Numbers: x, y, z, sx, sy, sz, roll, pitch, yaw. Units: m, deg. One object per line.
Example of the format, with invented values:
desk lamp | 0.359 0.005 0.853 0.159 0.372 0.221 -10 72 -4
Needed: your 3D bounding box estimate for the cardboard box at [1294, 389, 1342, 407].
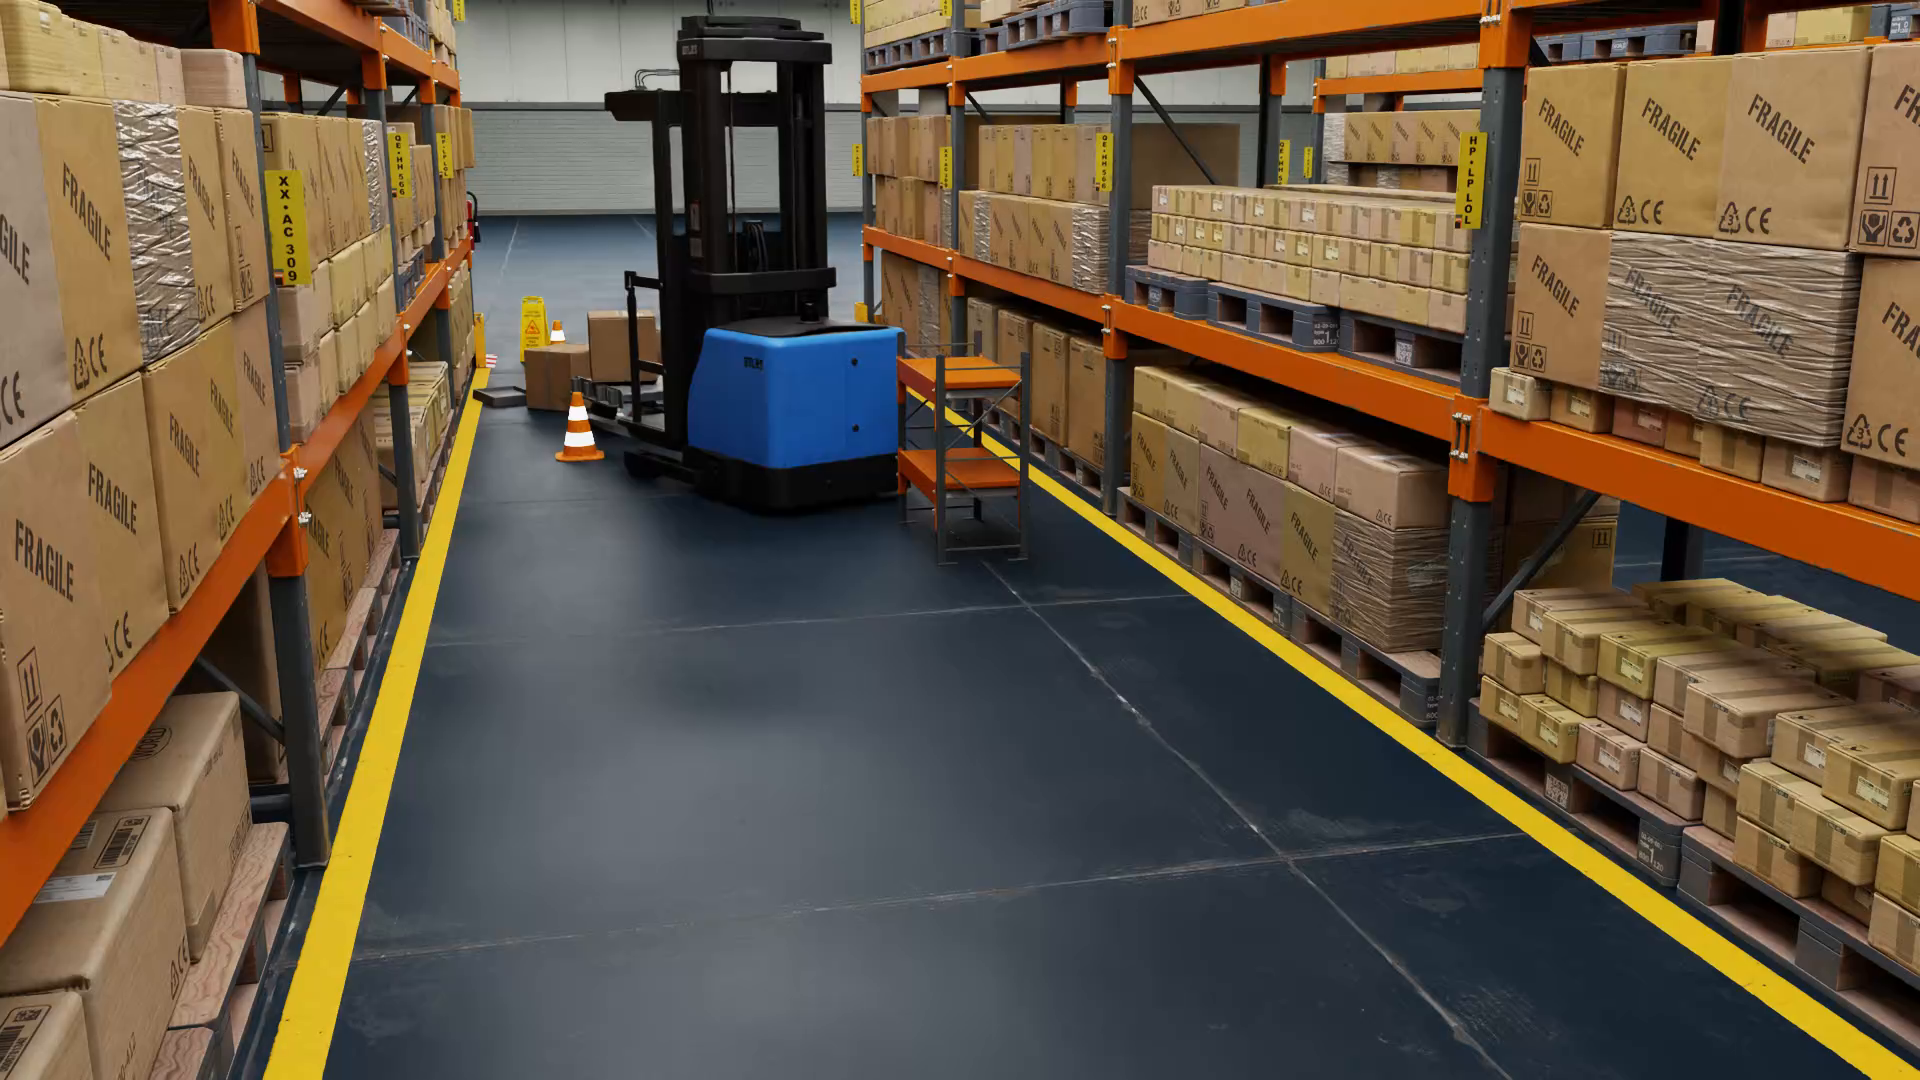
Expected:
cardboard box | 2.014 -0.611 8.411 0.500 0.250 0.500 -3 14 -12

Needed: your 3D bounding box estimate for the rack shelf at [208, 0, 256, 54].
rack shelf | -2.013 -1.059 2.636 1.077 0.370 4.000 -3 14 -13

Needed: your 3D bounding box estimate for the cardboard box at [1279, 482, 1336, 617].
cardboard box | 1.766 0.023 7.393 0.500 0.500 0.500 -4 14 -15

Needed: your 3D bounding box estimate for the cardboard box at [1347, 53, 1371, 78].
cardboard box | 4.321 -4.873 17.049 0.500 0.250 0.500 -4 14 -14

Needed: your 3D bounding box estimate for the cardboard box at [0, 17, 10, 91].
cardboard box | -1.648 -0.737 2.437 0.380 0.149 0.250 -3 14 -13

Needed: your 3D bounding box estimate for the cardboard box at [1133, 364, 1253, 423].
cardboard box | 1.292 -0.816 9.248 0.500 0.250 0.500 -4 14 -16

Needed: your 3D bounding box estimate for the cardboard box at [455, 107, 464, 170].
cardboard box | -4.445 -3.287 13.616 0.700 0.500 0.500 -4 14 -14

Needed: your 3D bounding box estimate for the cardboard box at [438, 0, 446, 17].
cardboard box | -4.542 -4.490 14.013 0.380 0.149 0.250 -3 14 -12

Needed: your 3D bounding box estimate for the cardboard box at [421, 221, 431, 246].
cardboard box | -3.769 -2.059 11.178 0.380 0.149 0.250 -3 14 -13

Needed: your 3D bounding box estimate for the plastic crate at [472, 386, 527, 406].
plastic crate | -3.933 -1.248 14.365 0.402 0.080 0.583 -9 16 -33

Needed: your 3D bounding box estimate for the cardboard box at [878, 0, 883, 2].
cardboard box | -0.567 -5.185 15.763 0.380 0.149 0.250 -3 14 -13

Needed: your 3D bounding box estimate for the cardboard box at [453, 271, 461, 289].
cardboard box | -4.397 -2.169 13.949 0.380 0.149 0.250 -2 14 -10

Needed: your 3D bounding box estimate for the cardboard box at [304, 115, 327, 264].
cardboard box | -2.453 -1.180 5.620 0.500 0.500 0.500 -3 14 -14

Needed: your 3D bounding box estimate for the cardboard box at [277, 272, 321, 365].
cardboard box | -2.312 -0.700 5.233 0.500 0.250 0.500 -4 14 -15

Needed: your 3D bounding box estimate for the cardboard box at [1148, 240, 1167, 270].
cardboard box | 1.274 -1.602 9.308 0.380 0.149 0.250 -3 14 -14

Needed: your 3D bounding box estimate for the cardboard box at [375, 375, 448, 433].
cardboard box | -4.064 -0.899 11.439 0.950 0.372 0.625 -2 14 -10

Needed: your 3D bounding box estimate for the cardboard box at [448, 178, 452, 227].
cardboard box | -4.335 -2.683 13.250 0.500 0.500 0.500 -3 14 -13

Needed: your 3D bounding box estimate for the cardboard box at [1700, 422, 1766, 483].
cardboard box | 2.354 -0.267 4.730 0.380 0.149 0.250 -3 14 -12

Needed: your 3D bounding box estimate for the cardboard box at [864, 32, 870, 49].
cardboard box | -0.744 -4.971 16.566 0.380 0.149 0.250 -3 14 -13

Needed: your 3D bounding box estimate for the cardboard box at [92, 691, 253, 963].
cardboard box | -2.440 0.779 4.432 0.875 0.438 0.875 -3 14 -14

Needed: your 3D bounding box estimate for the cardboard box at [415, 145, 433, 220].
cardboard box | -3.912 -2.447 11.401 0.500 0.500 0.500 -3 14 -13

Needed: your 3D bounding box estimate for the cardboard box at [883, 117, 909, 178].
cardboard box | -0.245 -3.731 15.788 0.875 0.550 0.550 -3 14 -13

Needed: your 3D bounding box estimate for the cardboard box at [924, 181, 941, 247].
cardboard box | 0.177 -2.840 14.416 0.875 0.550 0.550 -3 14 -13

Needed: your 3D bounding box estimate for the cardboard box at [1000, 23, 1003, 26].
cardboard box | 0.551 -4.365 14.087 0.380 0.149 0.250 -3 14 -13

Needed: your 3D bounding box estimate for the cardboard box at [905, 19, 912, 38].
cardboard box | -0.271 -4.505 14.660 0.380 0.149 0.250 -3 14 -14

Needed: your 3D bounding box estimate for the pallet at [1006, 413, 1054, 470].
pallet | 0.971 -0.747 12.039 1.003 0.211 1.213 -3 14 -13

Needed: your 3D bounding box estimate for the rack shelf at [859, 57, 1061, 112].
rack shelf | -0.044 -4.126 15.192 1.077 0.370 4.000 -3 14 -13

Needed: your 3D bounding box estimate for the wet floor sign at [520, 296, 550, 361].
wet floor sign | -4.306 -2.141 16.829 0.267 0.644 0.232 2 14 6

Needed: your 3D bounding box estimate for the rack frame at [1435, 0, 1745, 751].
rack frame | 2.305 -0.712 6.020 1.000 3.000 0.127 -3 14 -13

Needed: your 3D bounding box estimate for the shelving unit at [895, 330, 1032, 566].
shelving unit | 0.002 -0.545 9.287 0.538 1.125 1.048 -3 14 -13

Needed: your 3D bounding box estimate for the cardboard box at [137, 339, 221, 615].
cardboard box | -1.867 -0.135 3.448 0.500 0.500 0.500 -3 14 -14

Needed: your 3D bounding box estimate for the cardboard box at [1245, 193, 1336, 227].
cardboard box | 1.596 -1.585 7.985 0.380 0.149 0.250 -3 14 -11

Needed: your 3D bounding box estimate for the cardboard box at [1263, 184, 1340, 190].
cardboard box | 1.926 -1.918 9.348 0.380 0.149 0.250 -4 14 -15

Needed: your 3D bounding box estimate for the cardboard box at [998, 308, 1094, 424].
cardboard box | 0.882 -1.307 12.314 1.050 0.750 0.750 -3 14 -13

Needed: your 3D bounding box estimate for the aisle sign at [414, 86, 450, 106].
aisle sign | -5.034 -4.474 15.942 0.394 0.787 0.004 -3 14 -13

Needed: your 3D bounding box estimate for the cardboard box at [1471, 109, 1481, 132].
cardboard box | 4.898 -3.578 14.806 0.500 0.500 0.500 -3 14 -13

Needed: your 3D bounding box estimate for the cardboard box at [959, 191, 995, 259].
cardboard box | 0.288 -2.470 13.004 0.500 0.500 0.500 -3 14 -13

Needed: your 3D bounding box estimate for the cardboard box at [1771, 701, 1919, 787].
cardboard box | 2.507 0.574 4.626 0.380 0.149 0.250 -4 14 -16

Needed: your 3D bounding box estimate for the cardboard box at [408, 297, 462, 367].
cardboard box | -4.238 -1.642 13.155 0.500 0.500 0.500 -3 14 -11

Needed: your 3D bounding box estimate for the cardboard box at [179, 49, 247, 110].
cardboard box | -2.101 -1.209 4.370 0.380 0.149 0.250 -4 14 -14

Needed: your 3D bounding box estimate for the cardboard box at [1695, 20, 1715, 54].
cardboard box | 5.616 -3.598 11.828 0.500 0.250 0.500 -3 14 -12

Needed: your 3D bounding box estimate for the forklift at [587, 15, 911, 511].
forklift | -1.613 -1.891 10.993 1.130 2.935 3.031 -11 17 -37

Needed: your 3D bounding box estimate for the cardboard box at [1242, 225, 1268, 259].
cardboard box | 1.588 -1.441 8.024 0.380 0.149 0.250 -3 14 -14

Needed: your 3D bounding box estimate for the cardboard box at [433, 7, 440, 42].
cardboard box | -4.329 -4.022 12.939 0.500 0.250 0.500 -3 14 -14

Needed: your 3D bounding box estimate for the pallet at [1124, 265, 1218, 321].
pallet | 1.637 -1.383 9.171 1.213 0.211 1.003 -3 14 -13

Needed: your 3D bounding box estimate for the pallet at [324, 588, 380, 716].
pallet | -3.027 0.486 6.992 1.003 0.211 1.213 -3 14 -13

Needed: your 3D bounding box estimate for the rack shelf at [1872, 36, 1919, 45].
rack shelf | 6.680 -2.534 8.674 1.077 0.370 4.000 -3 14 -13

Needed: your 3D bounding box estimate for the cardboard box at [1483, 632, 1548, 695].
cardboard box | 2.079 0.426 5.858 0.380 0.149 0.250 -3 14 -11

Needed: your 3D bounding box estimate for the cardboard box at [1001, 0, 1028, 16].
cardboard box | 0.503 -3.807 11.804 0.380 0.149 0.250 -3 14 -13

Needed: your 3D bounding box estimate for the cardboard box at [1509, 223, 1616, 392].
cardboard box | 2.176 -0.776 5.448 0.500 0.500 0.500 -4 14 -14

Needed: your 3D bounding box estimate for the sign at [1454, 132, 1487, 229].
sign | 1.766 -1.242 5.753 0.100 0.325 0.005 -3 14 -13

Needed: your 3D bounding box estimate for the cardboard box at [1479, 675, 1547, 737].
cardboard box | 2.078 0.571 5.891 0.380 0.149 0.250 -4 14 -16

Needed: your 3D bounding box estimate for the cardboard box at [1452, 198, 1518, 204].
cardboard box | 2.414 -1.439 7.389 0.380 0.149 0.250 -3 14 -14

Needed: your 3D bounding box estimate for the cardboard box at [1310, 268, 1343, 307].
cardboard box | 1.772 -1.113 7.309 0.380 0.149 0.250 -4 14 -16

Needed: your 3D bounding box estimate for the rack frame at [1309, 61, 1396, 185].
rack frame | 4.332 -3.733 18.387 1.000 3.000 0.127 -3 14 -13

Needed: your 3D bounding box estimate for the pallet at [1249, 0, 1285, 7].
pallet | 2.017 -2.465 7.272 1.213 0.211 1.003 -3 14 -13

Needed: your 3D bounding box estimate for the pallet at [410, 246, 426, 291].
pallet | -3.927 -1.696 10.455 1.003 0.211 1.213 -3 14 -13
